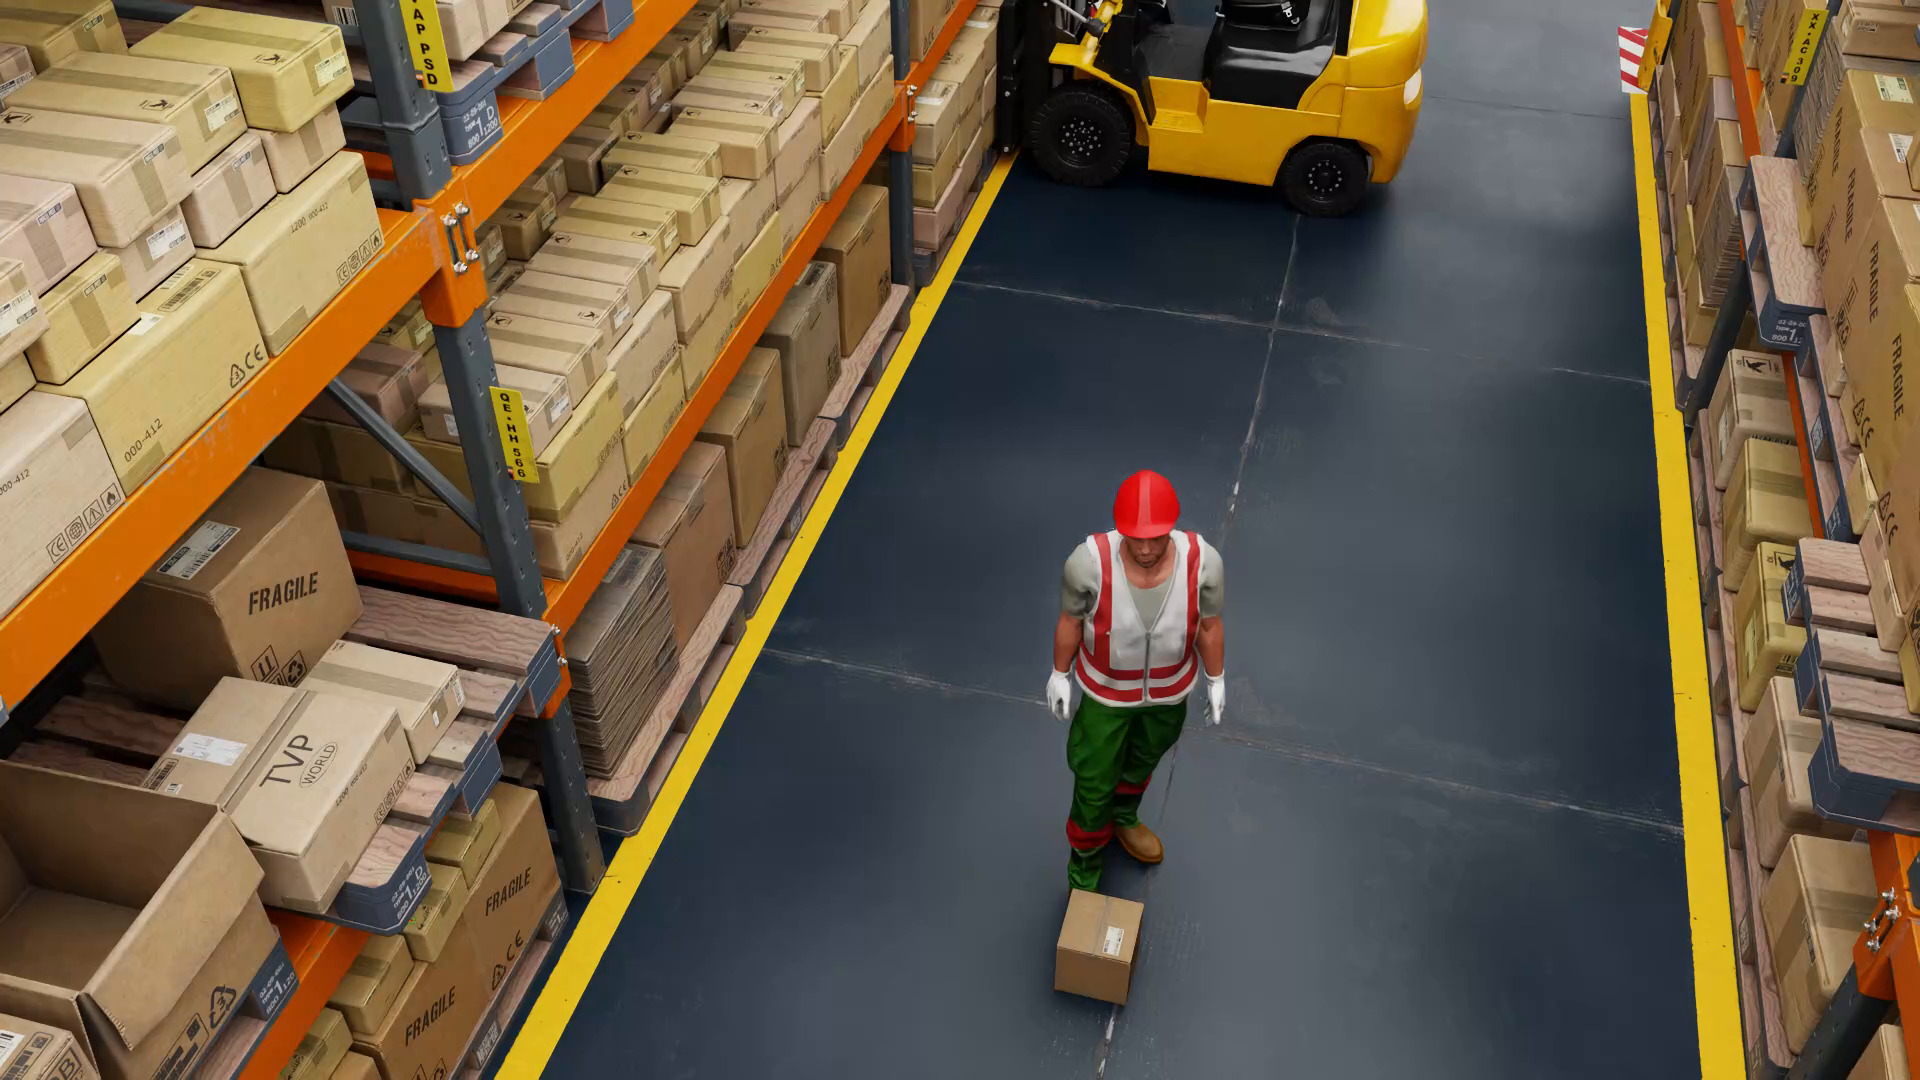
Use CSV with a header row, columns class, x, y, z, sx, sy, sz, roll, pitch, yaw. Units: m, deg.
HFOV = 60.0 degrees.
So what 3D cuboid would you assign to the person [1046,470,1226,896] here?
class,x,y,z,sx,sy,sz,roll,pitch,yaw
person,0.611,0.545,5.487,0.590,1.779,0.608,-6,41,-7
